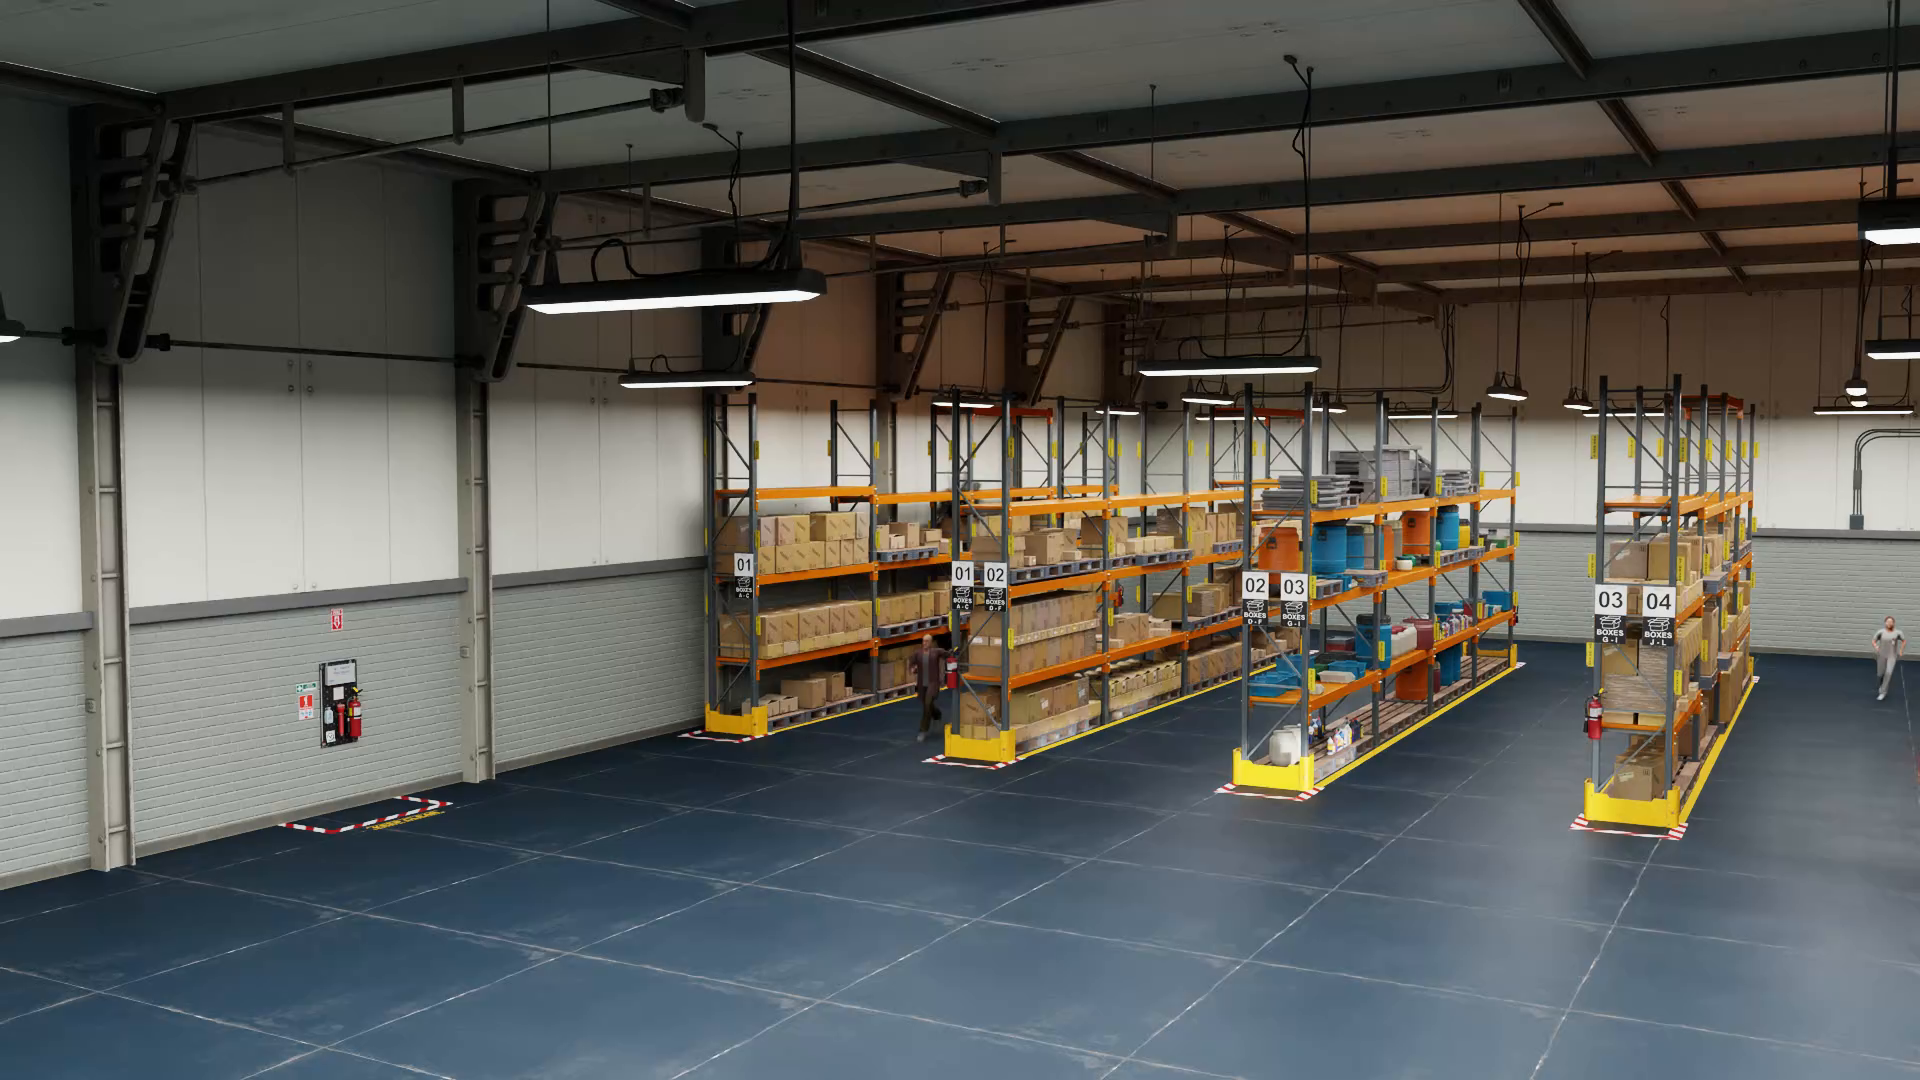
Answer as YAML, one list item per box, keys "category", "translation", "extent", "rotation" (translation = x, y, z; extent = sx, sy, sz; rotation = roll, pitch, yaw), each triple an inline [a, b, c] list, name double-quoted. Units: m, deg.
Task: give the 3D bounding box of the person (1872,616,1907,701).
- category: "person"
  translation: [18.682, 2.362, 33.470]
  extent: [0.599, 1.656, 0.959]
  rotation: [2, 4, 36]

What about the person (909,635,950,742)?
- category: "person"
  translation: [-0.539, 2.546, 29.000]
  extent: [0.740, 1.808, 1.069]
  rotation: [1, 3, 22]
